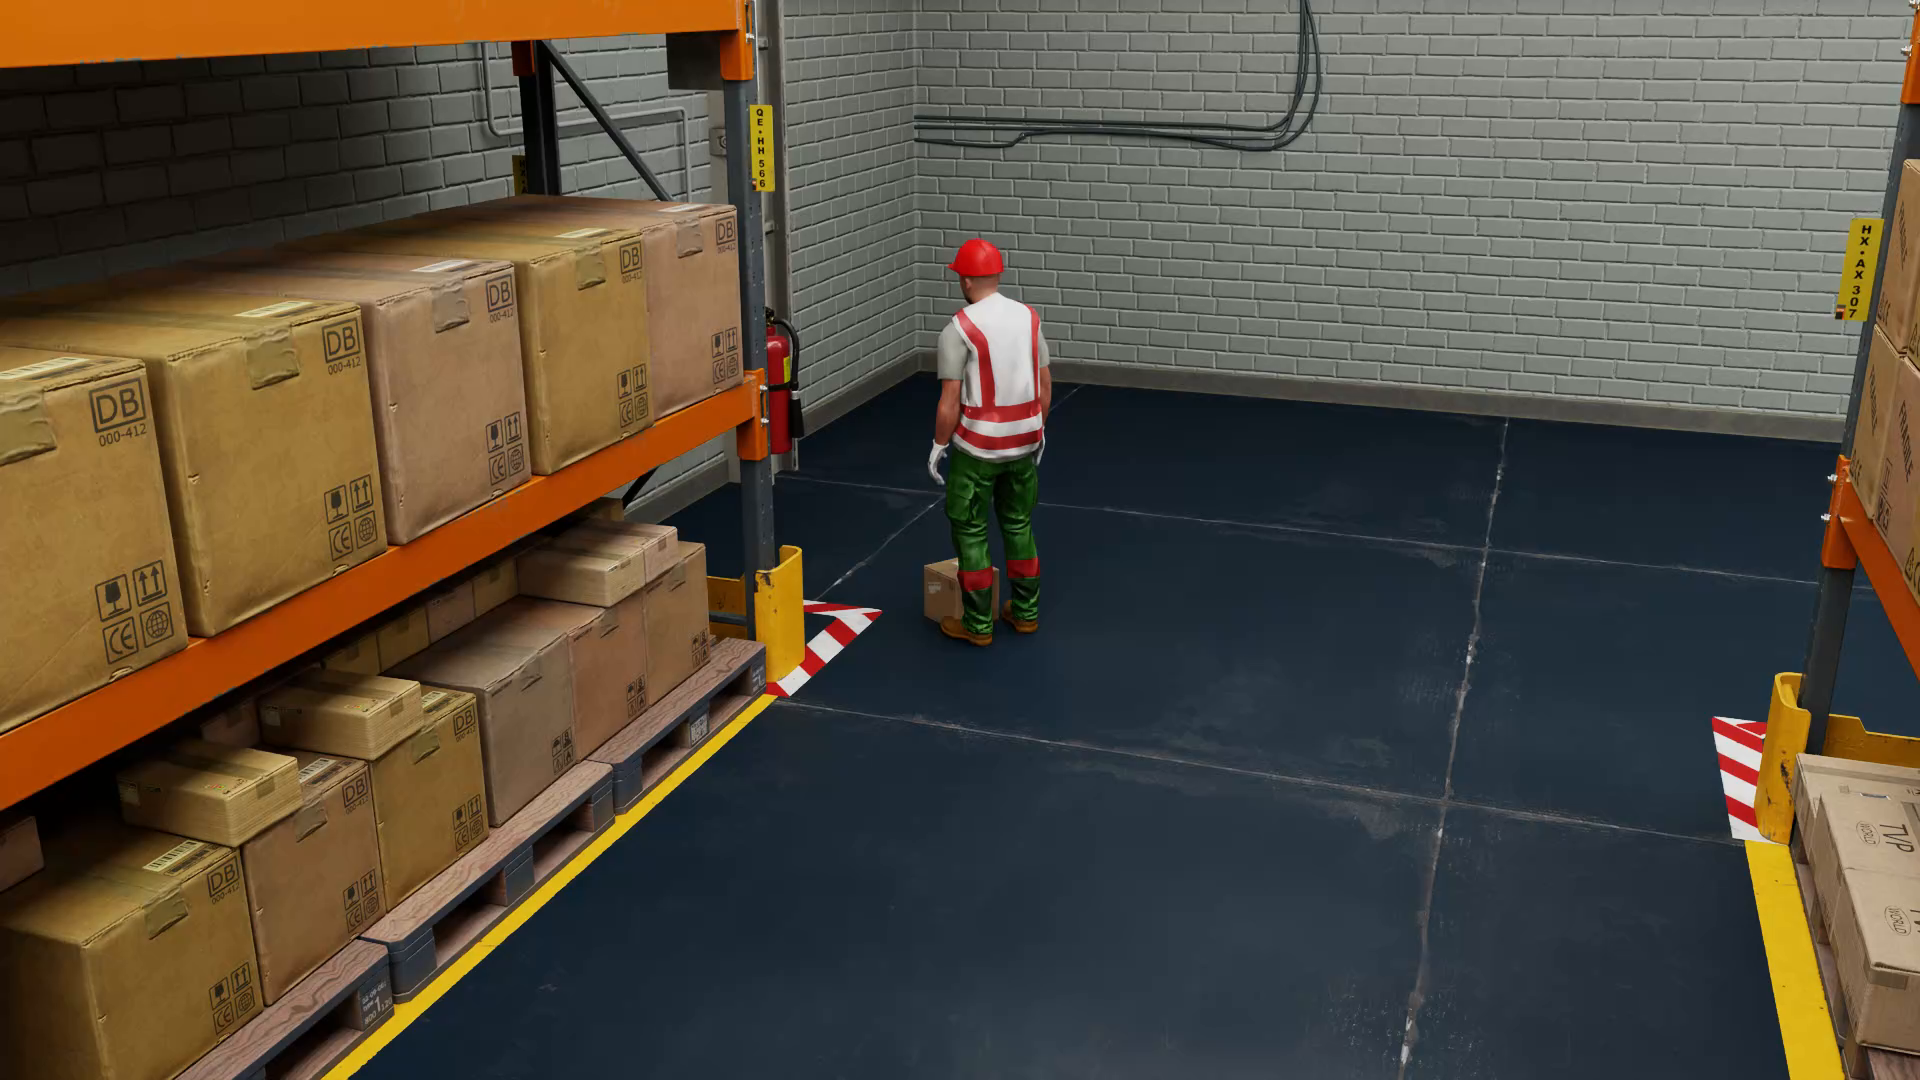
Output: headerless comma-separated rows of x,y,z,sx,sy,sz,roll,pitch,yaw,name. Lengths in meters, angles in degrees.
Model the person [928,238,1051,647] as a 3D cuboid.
0.129,-0.420,7.293,0.607,1.779,0.452,-12,22,-31,person
